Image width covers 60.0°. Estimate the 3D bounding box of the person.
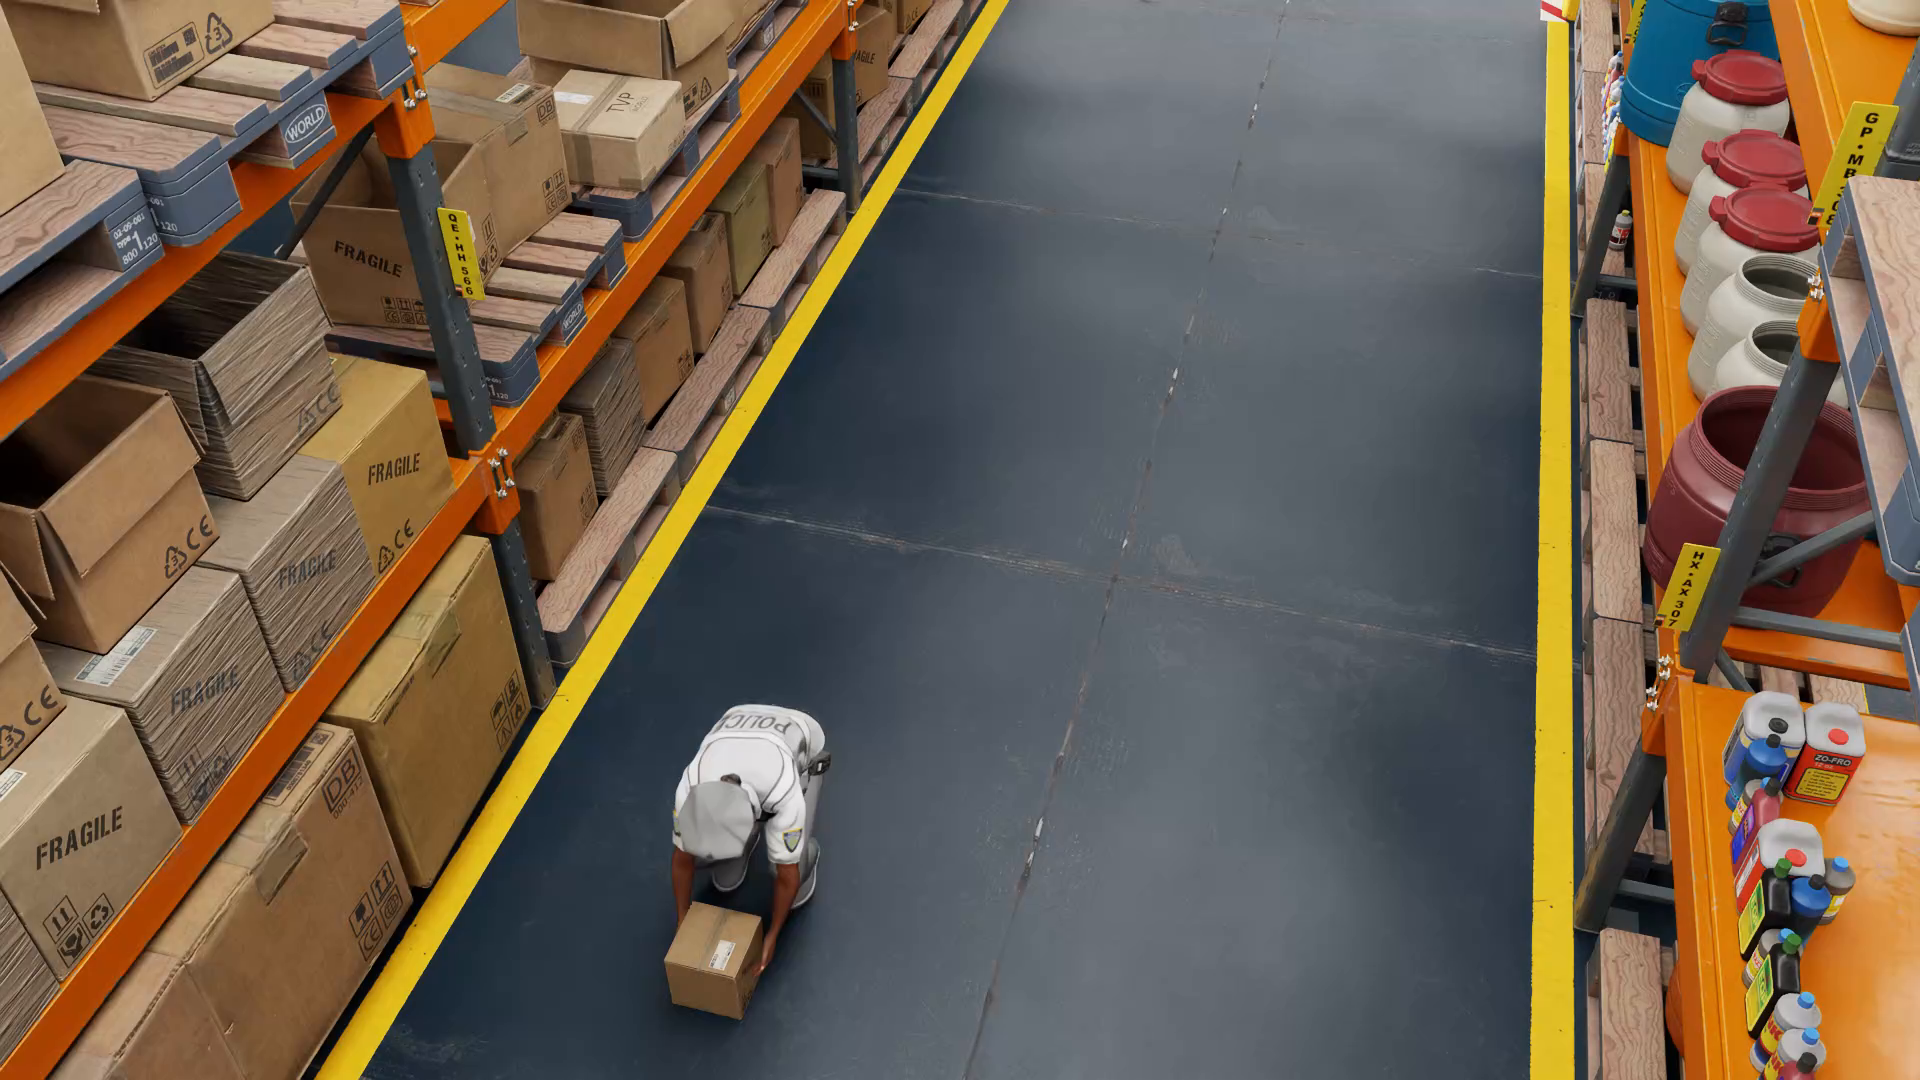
[{"bbox_3d":[-0.712,0.944,5.645,0.480,0.930,0.863,10,42,11],"label":"person"}]
